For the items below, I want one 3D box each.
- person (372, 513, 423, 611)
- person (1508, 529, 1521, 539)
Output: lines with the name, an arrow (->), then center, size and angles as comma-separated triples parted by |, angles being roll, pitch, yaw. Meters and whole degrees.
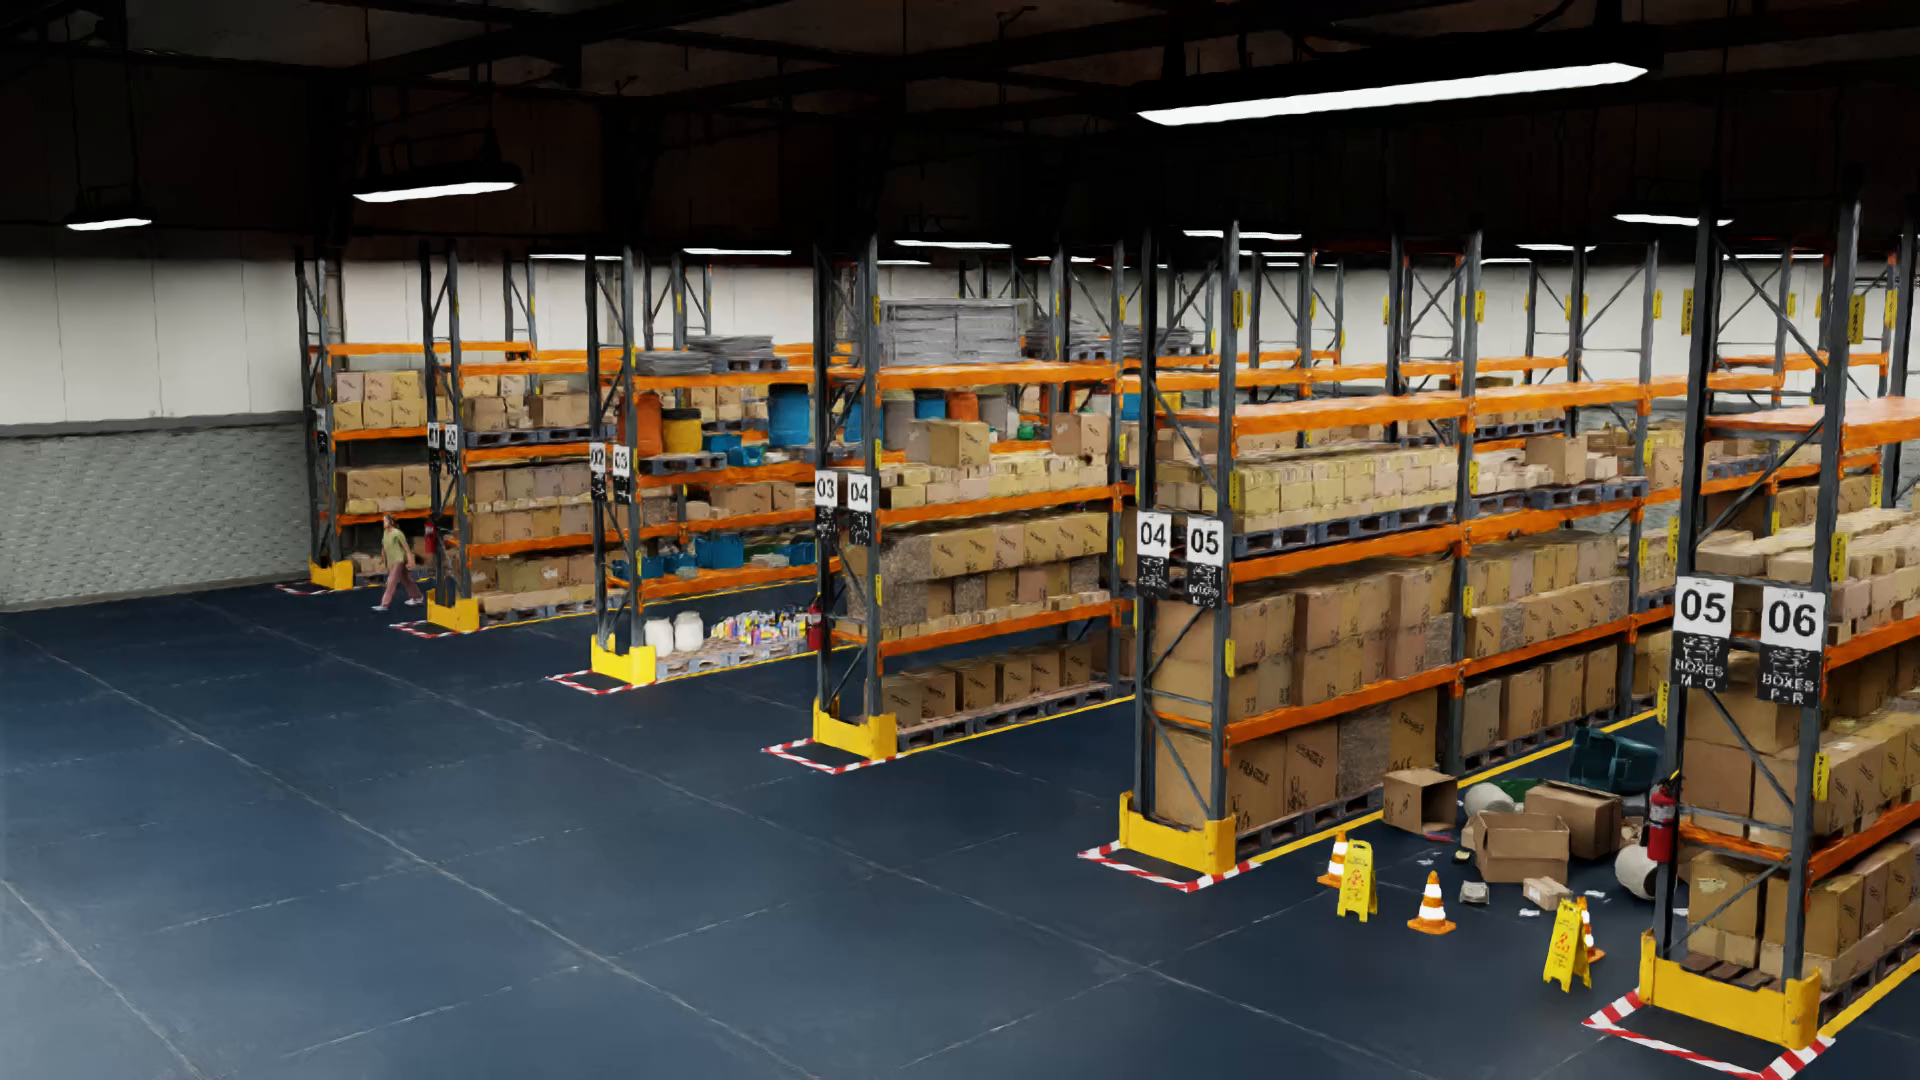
person -> -9.345, 0.341, 27.482 | 0.469, 1.588, 1.081 | 6, 11, 37
person -> 8.553, 0.602, 25.727 | 0.522, 1.592, 0.527 | -2, 9, -11
